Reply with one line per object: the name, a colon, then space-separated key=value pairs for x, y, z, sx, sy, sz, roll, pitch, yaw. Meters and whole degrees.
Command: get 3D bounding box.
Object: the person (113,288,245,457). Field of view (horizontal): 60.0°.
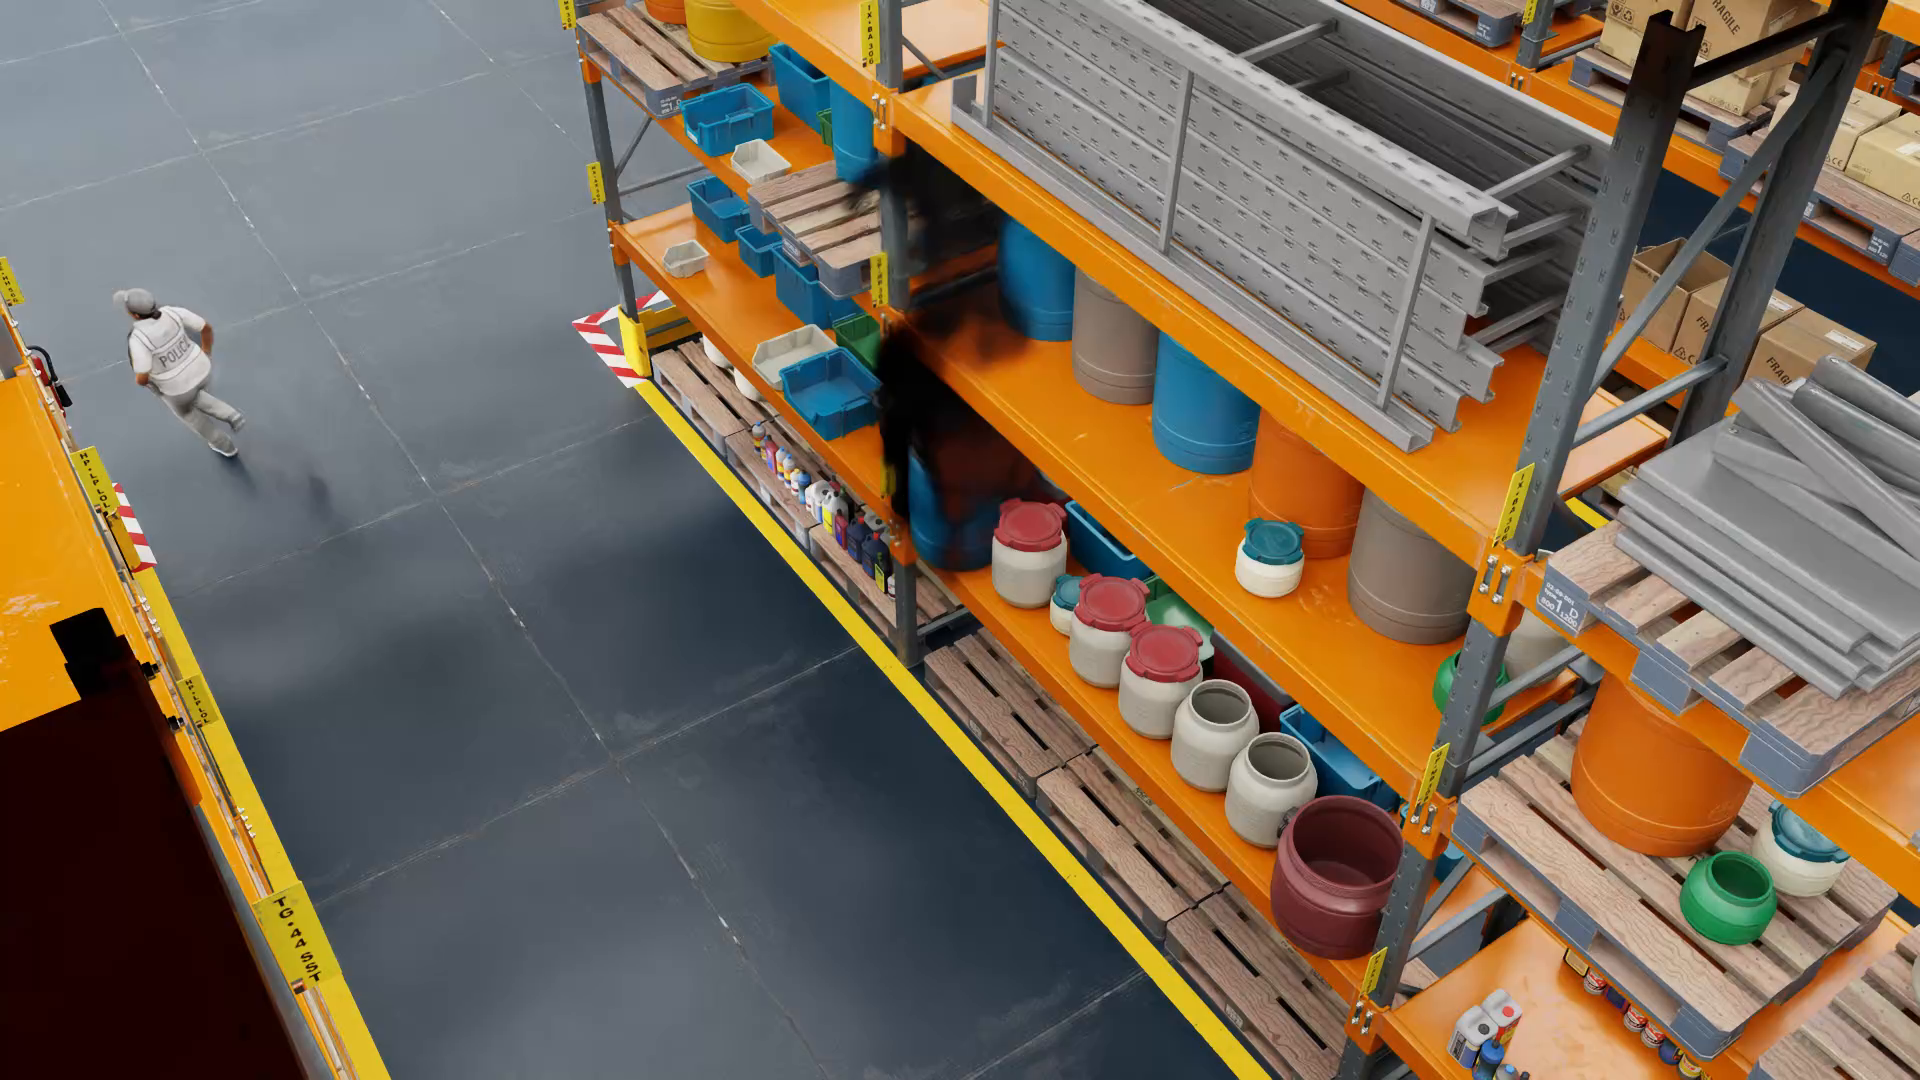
person: x=-5.625 y=-1.172 z=11.863 sx=0.512 sy=1.595 sz=0.645 roll=16 pitch=45 yaw=17
